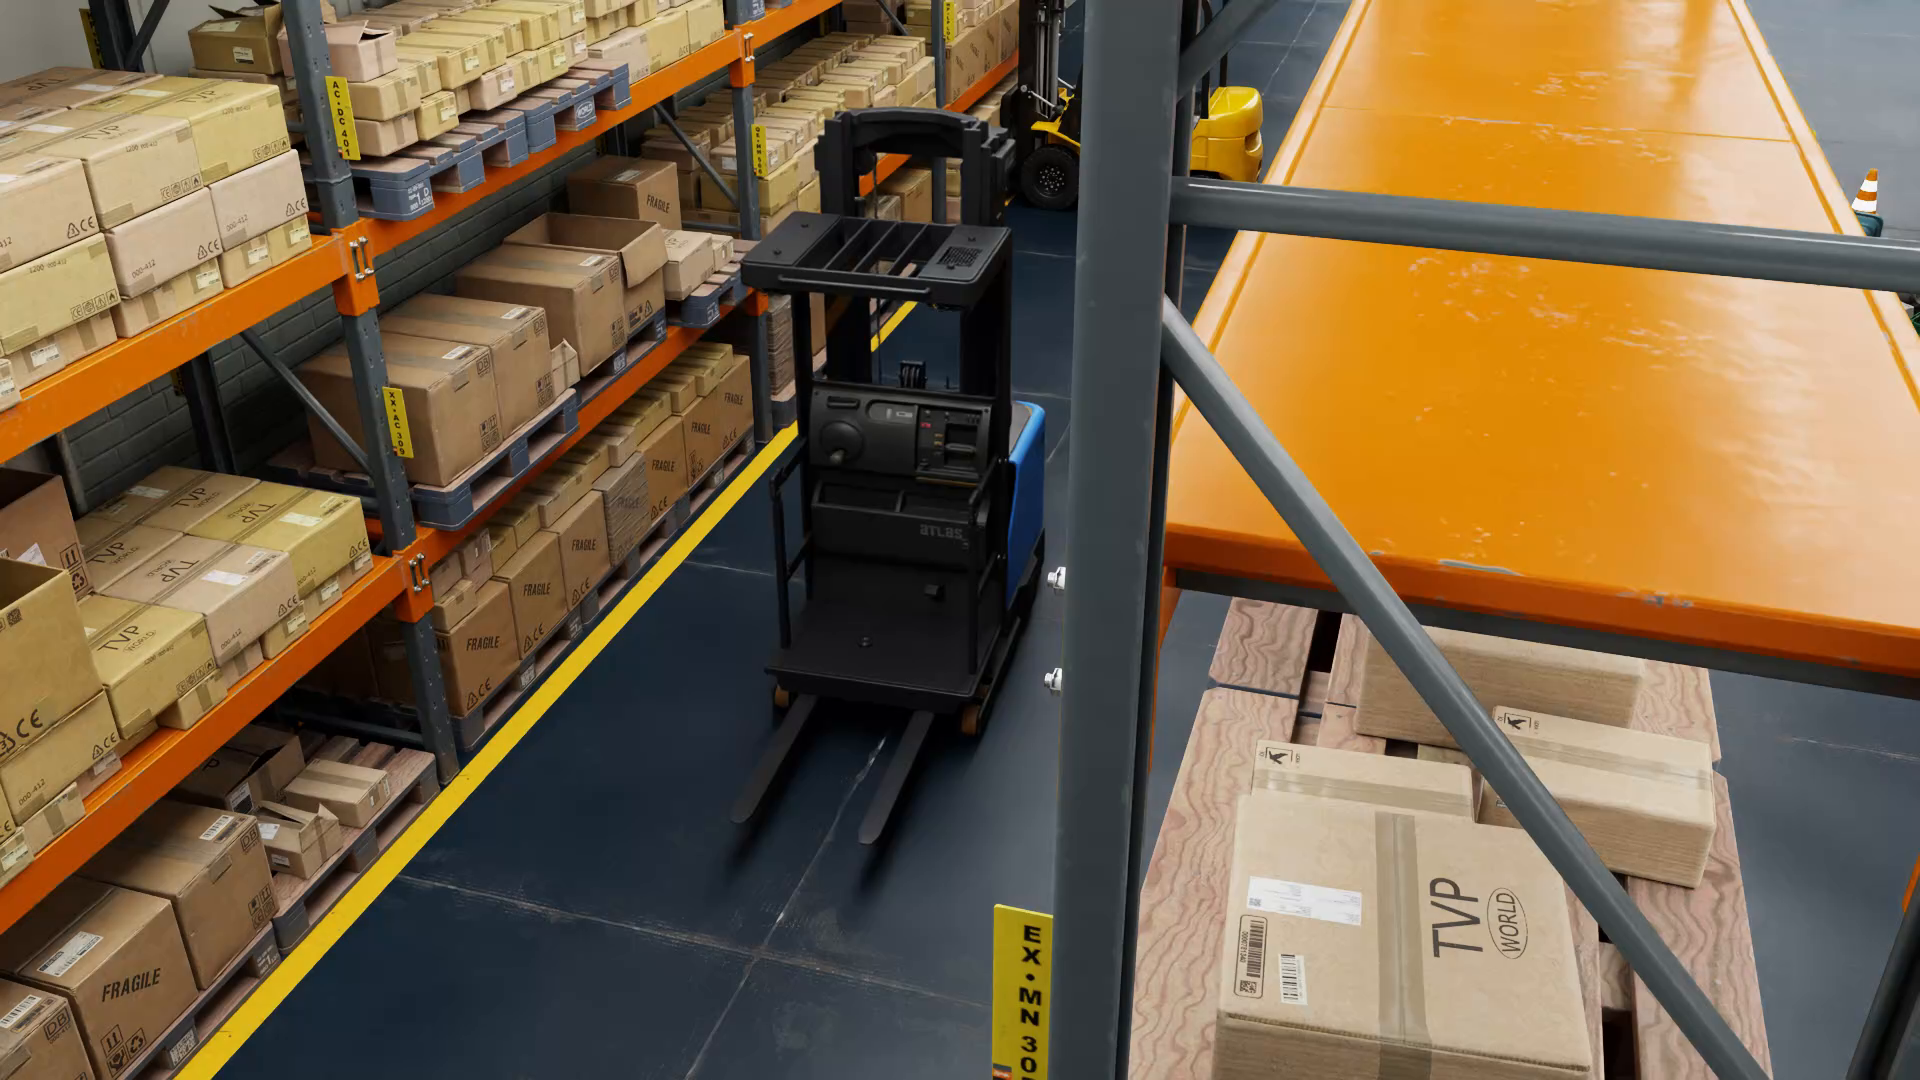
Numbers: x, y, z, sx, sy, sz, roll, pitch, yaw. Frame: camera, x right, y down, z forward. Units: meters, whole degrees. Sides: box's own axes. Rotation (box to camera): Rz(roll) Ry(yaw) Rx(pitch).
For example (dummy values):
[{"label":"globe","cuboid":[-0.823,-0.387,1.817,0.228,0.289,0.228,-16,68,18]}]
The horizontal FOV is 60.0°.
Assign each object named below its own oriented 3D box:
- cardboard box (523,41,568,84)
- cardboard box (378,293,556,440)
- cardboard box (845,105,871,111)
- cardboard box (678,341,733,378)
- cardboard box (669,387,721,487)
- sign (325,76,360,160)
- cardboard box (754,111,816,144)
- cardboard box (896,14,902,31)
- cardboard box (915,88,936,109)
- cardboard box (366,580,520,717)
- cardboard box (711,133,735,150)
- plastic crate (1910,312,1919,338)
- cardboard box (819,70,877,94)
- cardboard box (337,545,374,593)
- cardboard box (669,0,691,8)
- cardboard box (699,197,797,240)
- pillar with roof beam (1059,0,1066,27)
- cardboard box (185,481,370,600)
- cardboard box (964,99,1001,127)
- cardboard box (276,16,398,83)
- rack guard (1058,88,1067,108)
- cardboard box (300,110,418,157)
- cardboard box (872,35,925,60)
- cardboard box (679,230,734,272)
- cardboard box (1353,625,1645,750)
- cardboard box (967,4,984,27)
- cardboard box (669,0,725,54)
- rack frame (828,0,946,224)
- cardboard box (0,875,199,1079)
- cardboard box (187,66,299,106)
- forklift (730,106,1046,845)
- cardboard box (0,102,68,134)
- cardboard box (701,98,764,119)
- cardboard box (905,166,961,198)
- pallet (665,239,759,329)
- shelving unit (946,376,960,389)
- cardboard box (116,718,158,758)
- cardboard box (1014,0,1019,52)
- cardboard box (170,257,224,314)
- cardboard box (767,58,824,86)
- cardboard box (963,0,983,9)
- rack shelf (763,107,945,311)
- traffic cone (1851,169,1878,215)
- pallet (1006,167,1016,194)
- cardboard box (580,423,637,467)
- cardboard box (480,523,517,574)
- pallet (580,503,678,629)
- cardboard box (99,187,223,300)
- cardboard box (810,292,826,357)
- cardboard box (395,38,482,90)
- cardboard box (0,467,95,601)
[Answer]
[{"label":"cardboard box","cuboid":[-2.117,-2.307,7.985,0.380,0.149,0.250,9,30,16]},{"label":"cardboard box","cuboid":[-2.458,-0.866,8.221,0.700,0.500,0.500,9,30,15]},{"label":"cardboard box","cuboid":[-0.983,-3.102,12.417,0.500,0.250,0.500,9,30,16]},{"label":"cardboard box","cuboid":[-1.694,-1.173,10.780,0.380,0.149,0.250,7,30,12]},{"label":"cardboard box","cuboid":[-1.867,-0.697,10.592,0.500,0.500,0.500,8,30,14]},{"label":"sign","cuboid":[-2.445,-1.668,6.580,0.100,0.325,0.005,8,30,15]},{"label":"cardboard box","cuboid":[-1.224,-2.868,11.585,0.380,0.149,0.250,9,30,15]},{"label":"cardboard box","cuboid":[-0.728,-4.557,14.622,0.380,0.149,0.250,8,30,13]},{"label":"cardboard box","cuboid":[-0.515,-3.586,13.800,0.500,0.250,0.500,9,30,16]},{"label":"cardboard box","cuboid":[-2.609,0.511,8.420,0.500,0.500,0.500,10,31,17]},{"label":"cardboard box","cuboid":[-1.777,-2.703,11.699,0.500,0.250,0.500,9,30,15]},{"label":"plastic crate","cuboid":[7.689,-1.621,12.947,0.662,0.188,0.450,-24,47,-37]},{"label":"cardboard box","cuboid":[-0.852,-3.461,12.652,0.380,0.149,0.250,9,30,15]},{"label":"cardboard box","cuboid":[-2.818,0.089,7.298,0.380,0.149,0.250,9,30,16]},{"label":"cardboard box","cuboid":[-1.760,-3.167,9.551,0.380,0.149,0.250,8,30,14]},{"label":"cardboard box","cuboid":[-1.428,-2.170,11.254,0.500,0.250,0.500,9,30,15]},{"label":"pillar with roof beam","cuboid":[5.367,-10.382,19.692,9.100,9.000,0.400,8,30,15]},{"label":"cardboard box","cuboid":[-2.882,0.002,7.044,0.500,0.250,0.500,9,30,16]},{"label":"cardboard box","cuboid":[0.119,-3.991,15.741,0.500,0.250,0.500,10,30,17]},{"label":"cardboard box","cuboid":[-2.543,-2.034,6.763,0.396,0.266,0.258,8,30,14]},{"label":"rack guard","cuboid":[0.564,-4.701,18.221,1.175,0.500,0.348,8,30,15]},{"label":"cardboard box","cuboid":[-2.498,-1.715,6.921,0.380,0.149,0.250,9,30,16]},{"label":"cardboard box","cuboid":[-0.505,-4.060,13.727,0.380,0.149,0.250,10,30,17]},{"label":"cardboard box","cuboid":[-1.618,-1.778,10.222,0.380,0.149,0.250,9,30,16]},{"label":"cardboard box","cuboid":[1.094,0.173,3.360,0.500,0.311,0.500,9,30,16]},{"label":"cardboard box","cuboid":[-0.005,-4.710,14.897,0.380,0.149,0.250,9,30,16]},{"label":"cardboard box","cuboid":[-1.710,-3.036,9.726,0.500,0.250,0.500,7,30,13]},{"label":"rack frame","cuboid":[-0.617,-3.923,14.251,1.000,3.000,0.127,8,30,15]},{"label":"cardboard box","cuboid":[-3.331,1.669,6.339,0.500,0.500,0.500,9,30,16]},{"label":"cardboard box","cuboid":[-2.989,-1.919,6.982,0.380,0.149,0.250,8,30,14]},{"label":"forklift","cuboid":[-0.352,-0.485,8.142,1.130,2.935,3.031,7,30,12]},{"label":"cardboard box","cuboid":[-3.520,-1.366,5.904,0.500,0.250,0.500,8,30,13]},{"label":"cardboard box","cuboid":[-1.629,-3.055,11.921,0.380,0.149,0.250,8,30,15]},{"label":"cardboard box","cuboid":[-0.180,-3.304,15.021,0.500,0.250,0.500,8,30,15]},{"label":"pallet","cuboid":[-1.923,-1.655,10.372,1.213,0.211,1.003,8,30,15]},{"label":"shelving unit","cuboid":[-0.016,-0.448,10.011,0.215,1.050,0.252,7,30,12]},{"label":"cardboard box","cuboid":[-3.260,0.682,6.232,0.380,0.149,0.250,9,30,16]},{"label":"cardboard box","cuboid":[0.352,-5.081,16.231,0.500,0.500,0.500,8,30,14]},{"label":"cardboard box","cuboid":[-2.951,-0.960,6.098,0.380,0.149,0.250,10,30,17]},{"label":"cardboard box","cuboid":[-1.281,-3.650,12.991,0.380,0.149,0.250,8,30,15]},{"label":"cardboard box","cuboid":[-0.010,-4.845,14.833,0.380,0.149,0.250,9,30,16]},{"label":"rack shelf","cuboid":[-1.204,-2.679,12.755,1.077,0.370,4.000,8,30,15]},{"label":"traffic cone","cuboid":[8.551,-3.263,15.675,0.336,0.463,0.334,8,30,15]},{"label":"pallet","cuboid":[0.012,-3.637,16.605,1.003,0.211,1.213,8,30,15]},{"label":"cardboard box","cuboid":[-2.110,-0.561,9.680,0.380,0.149,0.250,7,30,12]},{"label":"cardboard box","cuboid":[-2.534,0.031,8.616,0.380,0.149,0.250,7,30,12]},{"label":"pallet","cuboid":[-2.407,0.061,9.958,1.003,0.211,1.213,8,30,15]},{"label":"cardboard box","cuboid":[-3.010,-1.077,5.899,0.500,0.250,0.500,7,30,13]},{"label":"cardboard box","cuboid":[-1.411,-1.802,12.450,0.875,0.625,0.625,9,30,17]},{"label":"cardboard box","cuboid":[-2.333,-2.085,7.280,0.380,0.149,0.250,8,30,14]},{"label":"cardboard box","cuboid":[-3.657,0.057,6.174,0.500,0.500,0.500,8,30,13]}]
